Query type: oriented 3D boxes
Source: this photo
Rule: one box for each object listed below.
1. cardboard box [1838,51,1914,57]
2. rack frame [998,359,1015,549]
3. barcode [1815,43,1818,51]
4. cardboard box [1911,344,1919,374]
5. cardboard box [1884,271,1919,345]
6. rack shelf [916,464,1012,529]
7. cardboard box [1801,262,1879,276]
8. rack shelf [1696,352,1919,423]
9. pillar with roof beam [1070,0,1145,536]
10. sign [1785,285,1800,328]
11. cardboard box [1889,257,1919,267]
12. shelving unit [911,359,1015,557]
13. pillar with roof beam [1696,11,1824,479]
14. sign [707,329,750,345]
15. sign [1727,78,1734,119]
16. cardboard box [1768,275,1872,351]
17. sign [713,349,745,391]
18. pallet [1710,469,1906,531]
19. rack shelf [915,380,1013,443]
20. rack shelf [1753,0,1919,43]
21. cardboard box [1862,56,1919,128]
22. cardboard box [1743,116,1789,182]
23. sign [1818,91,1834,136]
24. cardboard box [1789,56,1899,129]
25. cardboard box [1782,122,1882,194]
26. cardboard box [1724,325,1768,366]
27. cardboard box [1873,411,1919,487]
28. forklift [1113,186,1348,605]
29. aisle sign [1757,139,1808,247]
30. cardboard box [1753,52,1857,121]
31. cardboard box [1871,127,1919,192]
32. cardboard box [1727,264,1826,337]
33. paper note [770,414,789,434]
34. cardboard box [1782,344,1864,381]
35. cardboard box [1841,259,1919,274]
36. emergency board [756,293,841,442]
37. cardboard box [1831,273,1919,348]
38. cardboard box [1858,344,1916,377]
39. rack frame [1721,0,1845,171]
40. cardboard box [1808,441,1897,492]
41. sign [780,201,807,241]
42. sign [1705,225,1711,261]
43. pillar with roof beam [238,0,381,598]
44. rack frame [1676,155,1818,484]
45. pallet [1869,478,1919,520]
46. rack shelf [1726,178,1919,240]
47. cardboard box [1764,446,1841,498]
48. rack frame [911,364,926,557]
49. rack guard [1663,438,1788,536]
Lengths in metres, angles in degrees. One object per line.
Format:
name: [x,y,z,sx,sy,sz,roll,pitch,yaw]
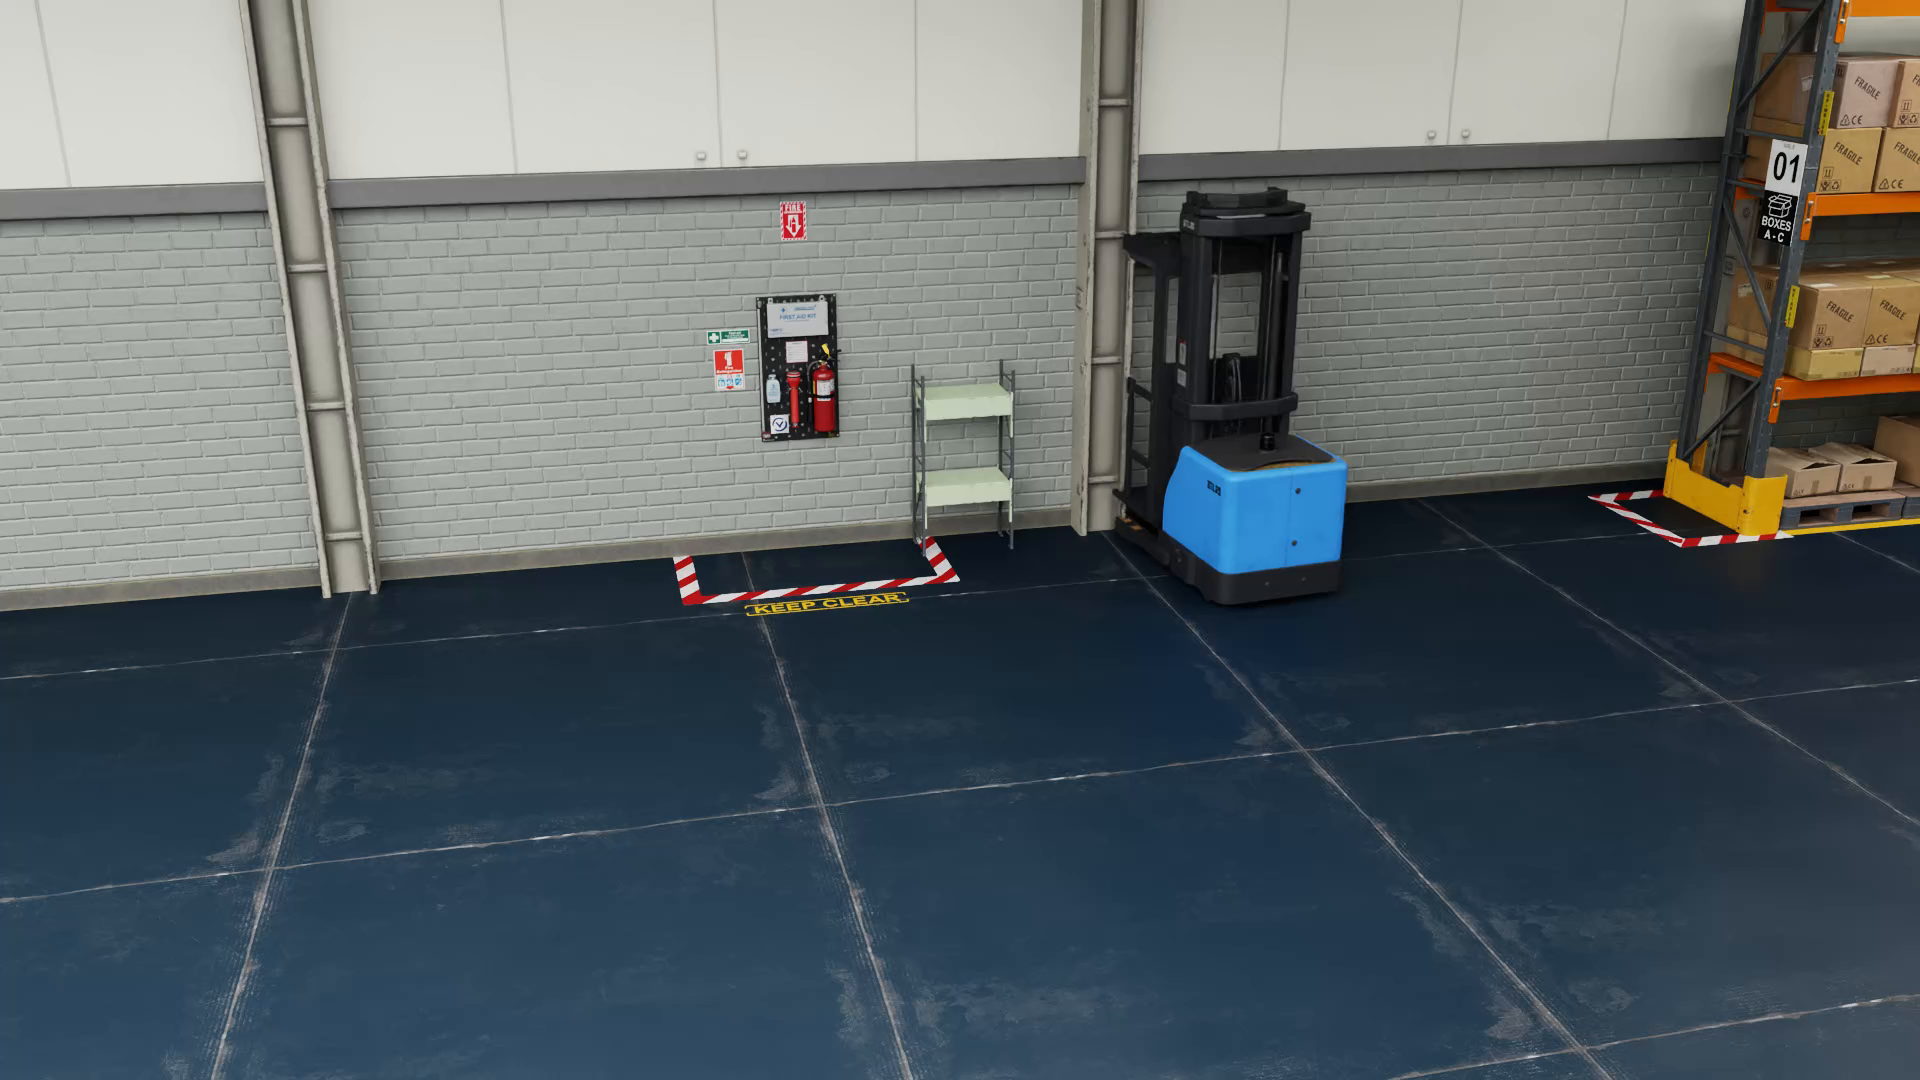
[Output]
cardboard box: [7.409,-3.743,13.684,0.500,0.500,0.500,-3,20,-9]
rack frame: [0.378,-0.697,13.536,0.023,1.500,0.400,-5,21,-13]
barcode: [7.098,-4.071,13.734,0.075,0.075,0.001,-5,21,-12]
cardboard box: [8.069,-1.596,14.000,0.500,0.250,0.500,-5,21,-13]
cardboard box: [8.043,-1.943,13.858,0.500,0.500,0.500,-5,21,-14]
rack shelf: [0.022,-0.361,13.566,0.720,0.370,0.431,-5,21,-13]
cardboard box: [7.424,-2.077,14.222,0.500,0.500,0.500,-4,21,-12]
rack shelf: [8.468,-1.461,14.488,4.000,0.370,1.077,-5,21,-12]
pillar with roof beam: [2.155,-2.887,8.612,0.400,9.000,9.100,-5,21,-12]
sign: [6.647,-1.865,13.288,0.005,0.325,0.100,-5,21,-12]
cardboard box: [8.416,-2.159,14.446,0.500,0.500,0.500,-4,21,-12]
shelving unit: [0.022,-0.667,13.454,0.755,1.500,0.431,-5,21,-13]
pillar with roof beam: [7.994,-3.361,9.908,0.400,9.000,9.100,-5,21,-12]
sign: [-1.804,-1.582,12.949,0.331,0.109,0.001,-5,21,-12]
sign: [6.413,-3.652,13.776,0.005,0.325,0.100,-5,21,-12]
cardboard box: [7.055,-1.869,13.654,0.500,0.500,0.500,-5,21,-12]
sign: [-1.811,-1.335,13.047,0.234,0.329,0.001,-5,21,-12]
pallet: [7.394,-0.390,14.572,1.213,0.211,1.003,-5,21,-12]
rack shelf: [0.022,-1.033,13.320,0.720,0.370,0.431,-5,21,-13]
rack shelf: [8.468,-4.276,13.457,4.000,0.370,1.077,-5,21,-12]
cardboard box: [7.452,-3.547,13.147,0.500,0.500,0.500,-5,21,-13]
cardboard box: [6.869,-3.223,13.717,0.500,0.500,0.500,-3,20,-9]
sign: [6.647,-3.278,12.770,0.005,0.325,0.100,-5,21,-12]
cardboard box: [6.952,-3.524,13.085,0.500,0.500,0.500,-6,21,-16]
cardboard box: [6.905,-3.048,13.239,0.500,0.500,0.500,-4,21,-11]
cardboard box: [6.932,-1.681,14.233,0.500,0.250,0.500,-4,21,-12]
cardboard box: [8.496,-0.785,14.590,0.500,0.500,0.700,-6,21,-16]
forklift: [1.939,-1.370,13.294,1.130,2.935,3.031,-7,21,-17]
aisle sign: [6.521,-2.755,13.195,0.004,0.787,0.394,-5,21,-12]
cardboard box: [6.881,-3.697,13.556,0.500,0.500,0.500,-4,20,-10]
cardboard box: [7.435,-3.079,13.323,0.500,0.500,0.500,-3,20,-9]
cardboard box: [6.931,-2.040,14.122,0.500,0.500,0.500,-5,21,-13]
paper note: [-1.437,-0.923,13.255,0.142,0.148,0.016,-5,21,-12]
cardboard box: [7.070,-1.512,13.770,0.500,0.250,0.500,-5,21,-14]
cardboard box: [7.926,-2.119,14.337,0.500,0.500,0.500,-5,21,-14]
emergency board: [-1.249,-1.328,13.078,0.643,1.169,0.194,-5,21,-12]
cardboard box: [7.539,-1.905,13.752,0.500,0.500,0.500,-5,21,-12]
cardboard box: [7.572,-1.558,13.895,0.500,0.250,0.500,-5,21,-14]
rack frame: [6.522,-4.458,12.900,0.127,3.000,1.000,-5,21,-12]
cardboard box: [7.770,-0.654,14.510,0.500,0.311,0.500,-3,20,-8]
sign: [-1.280,-2.449,12.769,0.199,0.298,0.001,-5,21,-12]
sign: [6.413,-2.520,14.190,0.005,0.325,0.100,-5,21,-12]
pillar with roof beam: [-3.684,-2.412,7.315,0.400,9.000,9.100,-5,21,-12]
rack frame: [6.522,-1.641,13.932,0.127,3.000,1.000,-5,21,-12]
pallet: [8.579,-0.485,14.832,1.213,0.211,1.003,-5,21,-12]
rack shelf: [8.468,-2.870,13.972,4.000,0.370,1.077,-5,21,-12]
cardboard box: [7.216,-0.609,14.386,0.500,0.311,0.500,-7,21,-19]
rack frame: [-0.333,-0.637,13.372,0.023,1.500,0.400,-5,21,-13]
rack guard: [6.596,-0.473,14.379,0.348,0.500,1.175,-5,21,-12]
